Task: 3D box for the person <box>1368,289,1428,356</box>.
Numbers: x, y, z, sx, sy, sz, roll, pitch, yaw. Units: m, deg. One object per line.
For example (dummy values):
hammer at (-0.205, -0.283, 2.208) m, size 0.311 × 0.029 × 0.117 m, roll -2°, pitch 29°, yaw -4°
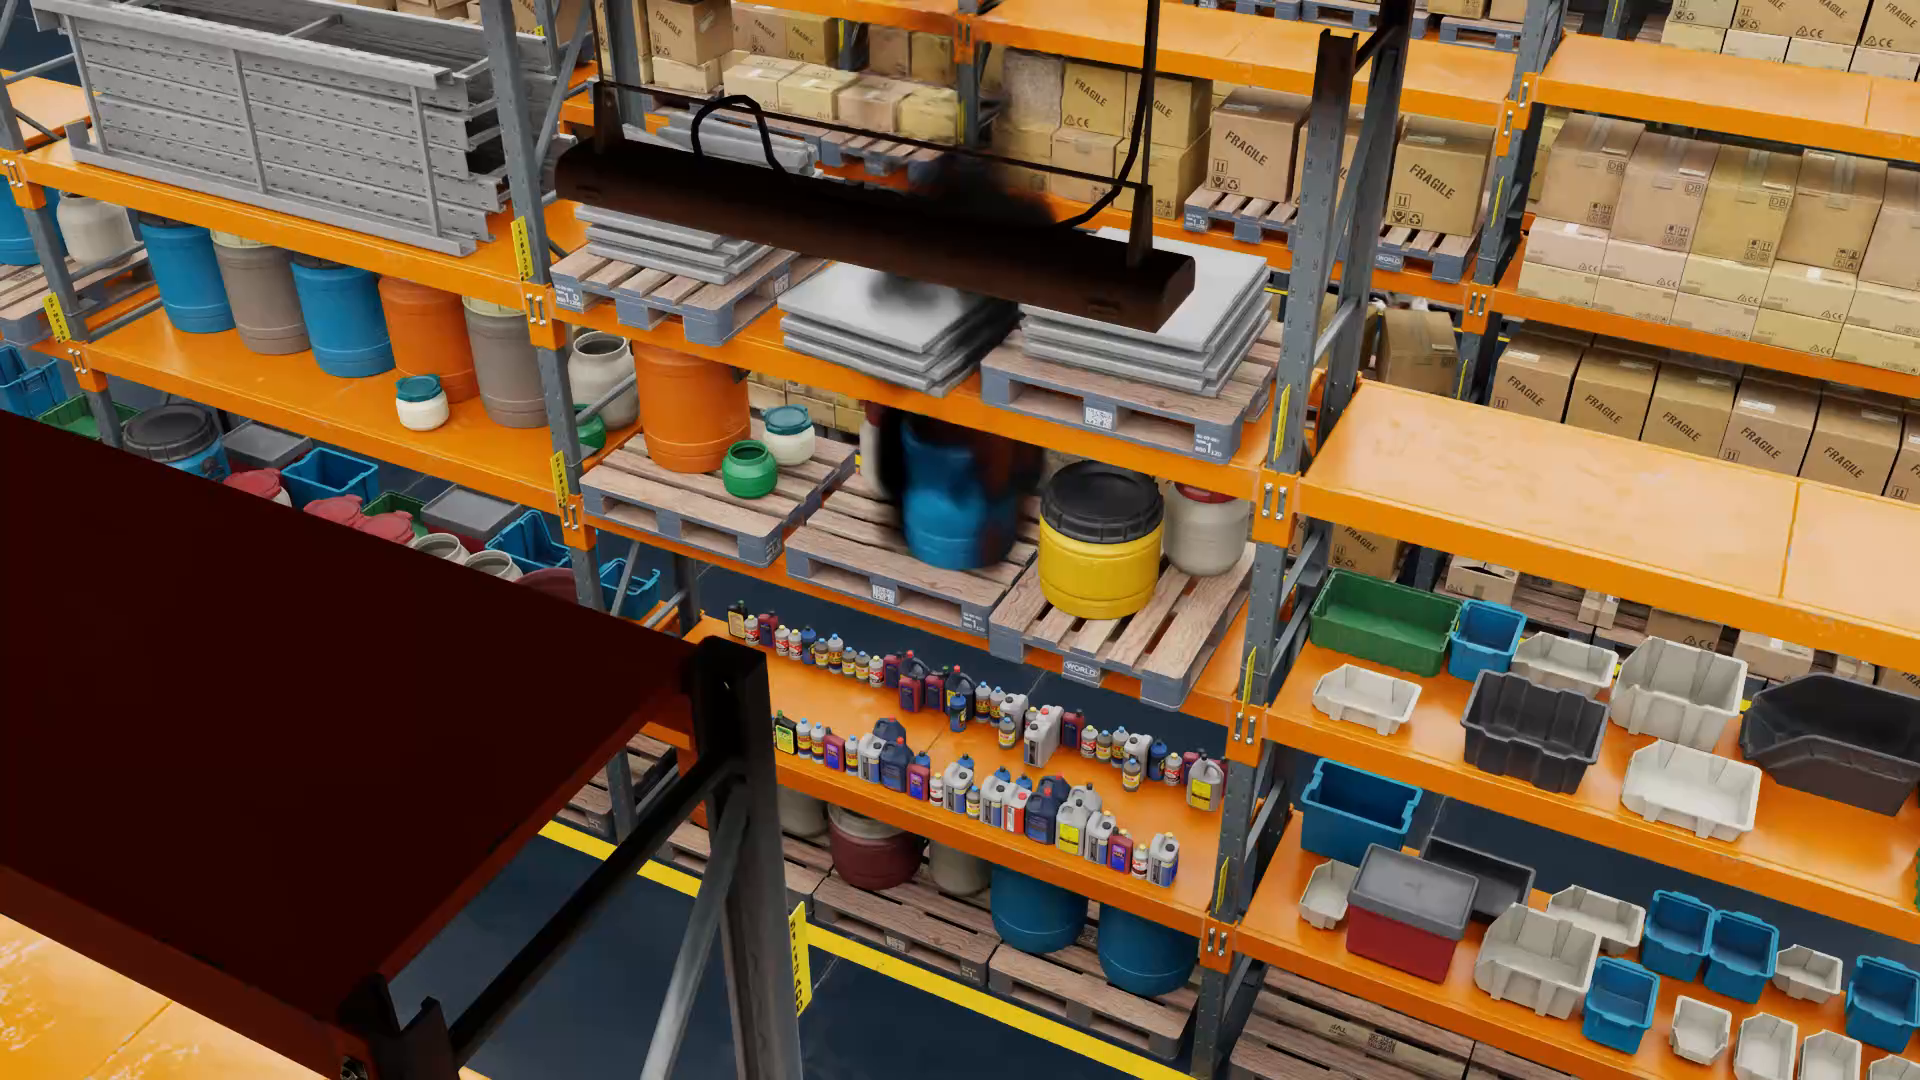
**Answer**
person at (4.108, -1.954, 15.121) m, size 0.967 × 1.790 × 0.685 m, roll 11°, pitch 36°, yaw 15°
